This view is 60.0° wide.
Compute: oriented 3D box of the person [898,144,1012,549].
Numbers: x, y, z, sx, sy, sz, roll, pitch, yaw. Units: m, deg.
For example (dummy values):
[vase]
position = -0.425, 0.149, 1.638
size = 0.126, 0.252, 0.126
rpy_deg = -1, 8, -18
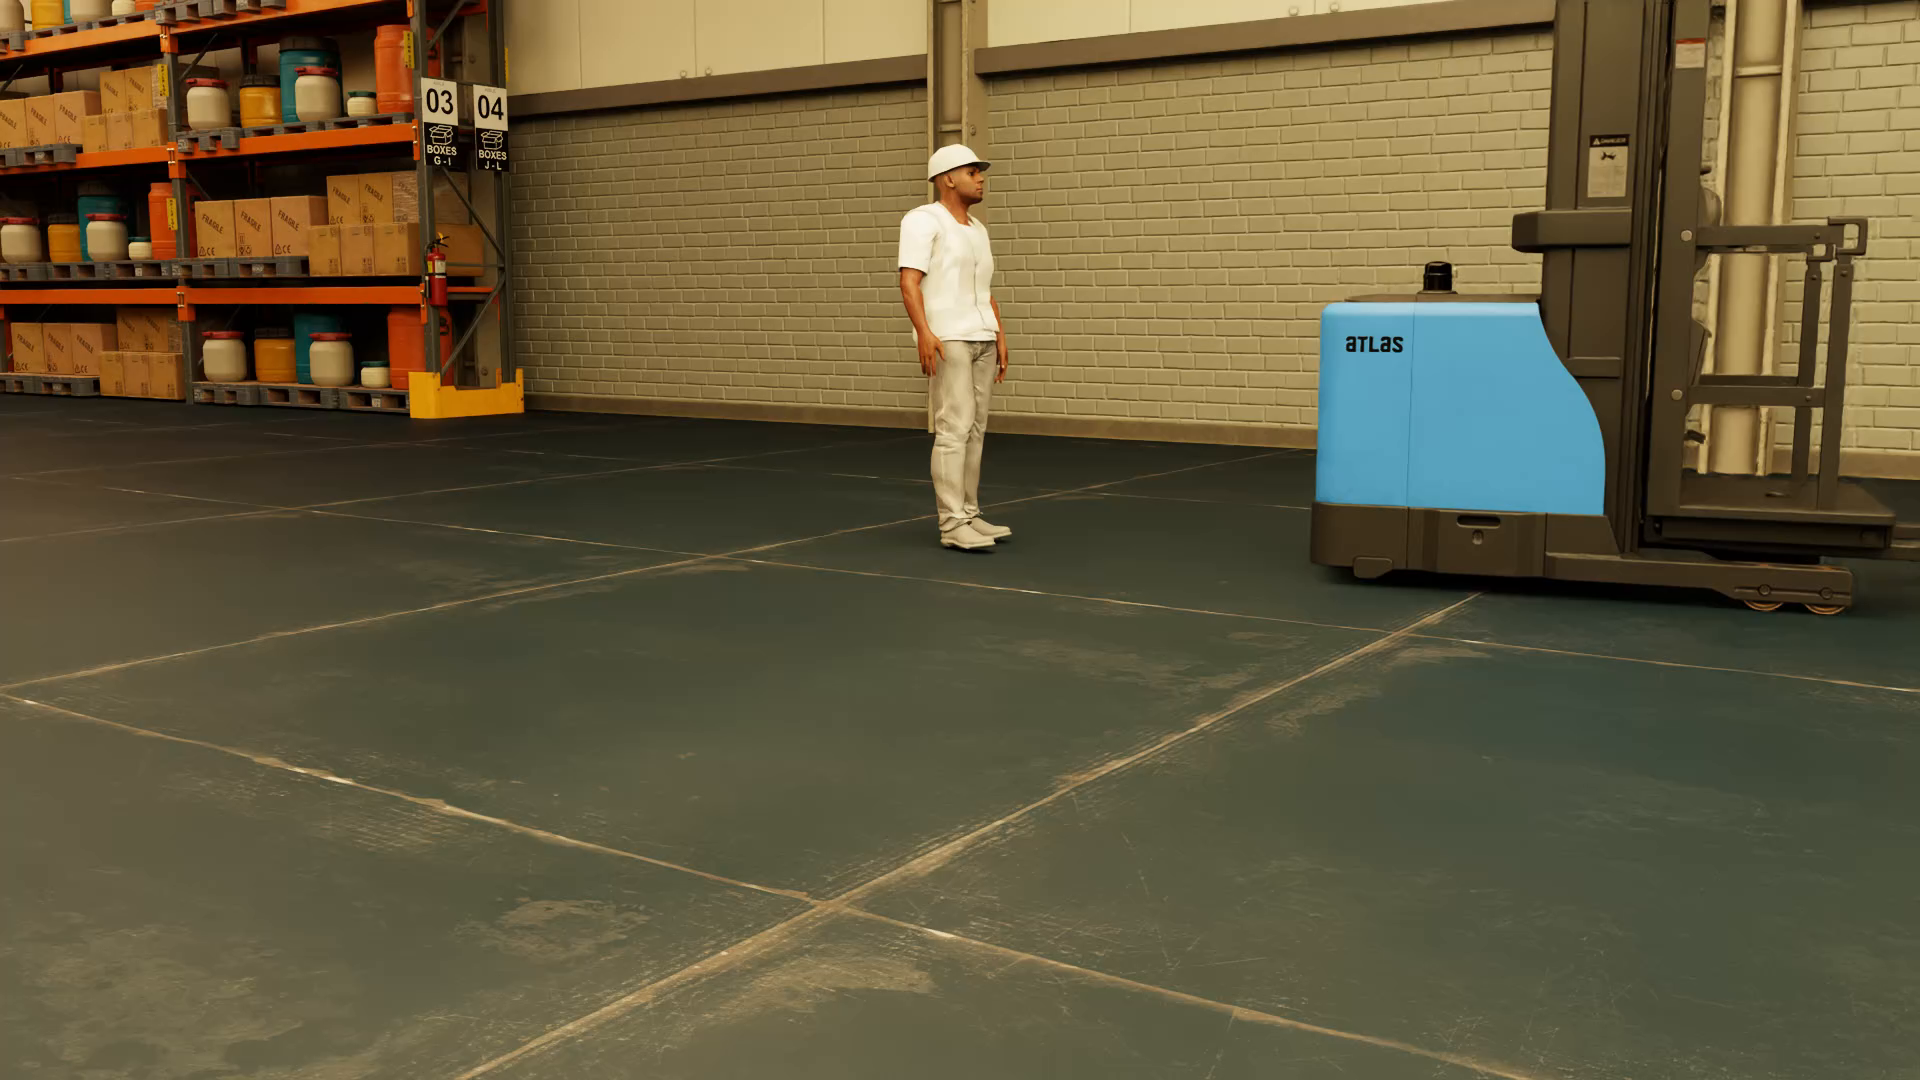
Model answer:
[person]
position = 0.055, -0.875, 7.435
size = 0.575, 1.768, 0.666
rpy_deg = 5, 10, 34

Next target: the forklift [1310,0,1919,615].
[forklift]
position = 2.937, -1.275, 6.160
size = 3.031, 2.935, 1.130
rpy_deg = 3, 9, 21
